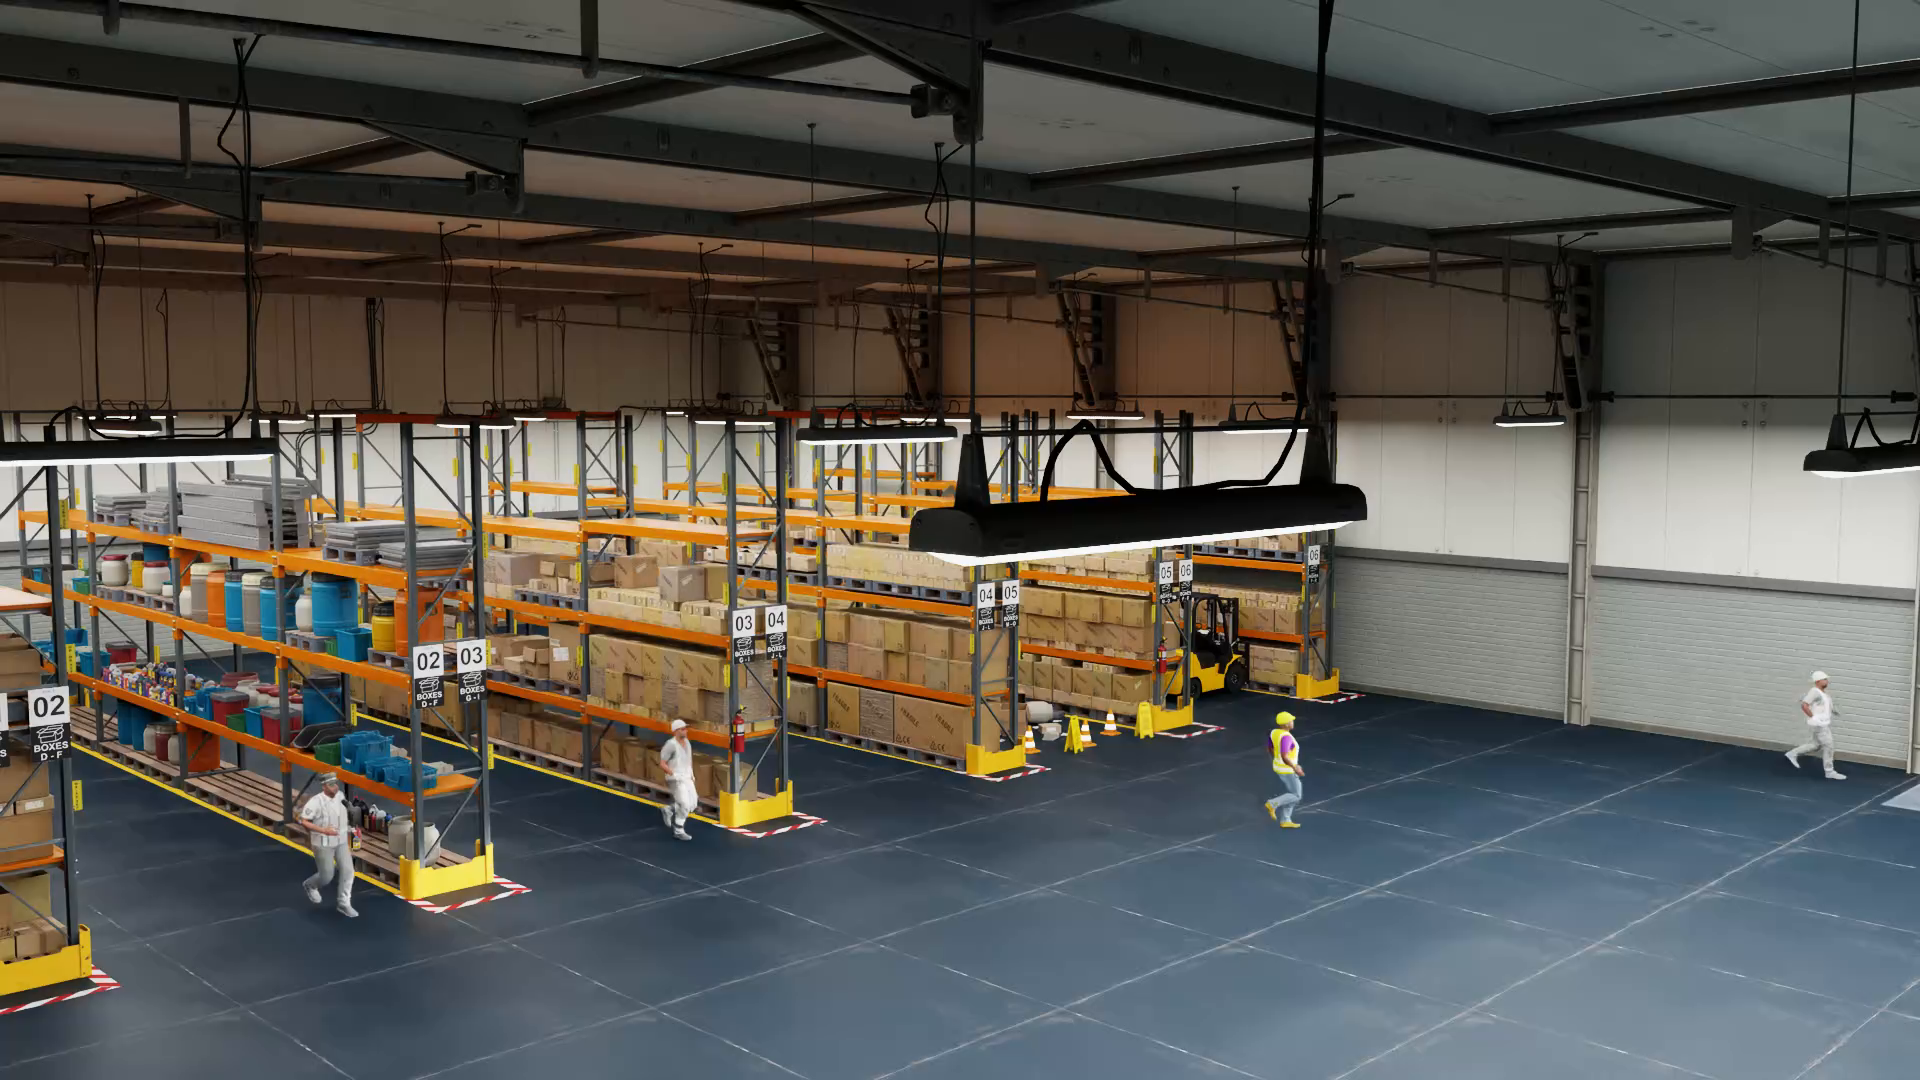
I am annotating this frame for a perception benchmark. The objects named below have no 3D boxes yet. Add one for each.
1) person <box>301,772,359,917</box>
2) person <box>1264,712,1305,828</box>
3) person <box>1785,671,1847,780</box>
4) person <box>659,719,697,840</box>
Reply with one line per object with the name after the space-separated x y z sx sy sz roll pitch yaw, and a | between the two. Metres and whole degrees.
-7.728 3.703 20.351 0.851 1.789 0.701 3 6 34 | person
4.710 3.368 24.329 0.592 1.726 0.702 -1 5 -10 | person
14.205 3.045 27.559 0.946 1.760 0.712 3 6 35 | person
-4.051 3.409 23.736 0.628 1.732 0.670 3 6 27 | person
